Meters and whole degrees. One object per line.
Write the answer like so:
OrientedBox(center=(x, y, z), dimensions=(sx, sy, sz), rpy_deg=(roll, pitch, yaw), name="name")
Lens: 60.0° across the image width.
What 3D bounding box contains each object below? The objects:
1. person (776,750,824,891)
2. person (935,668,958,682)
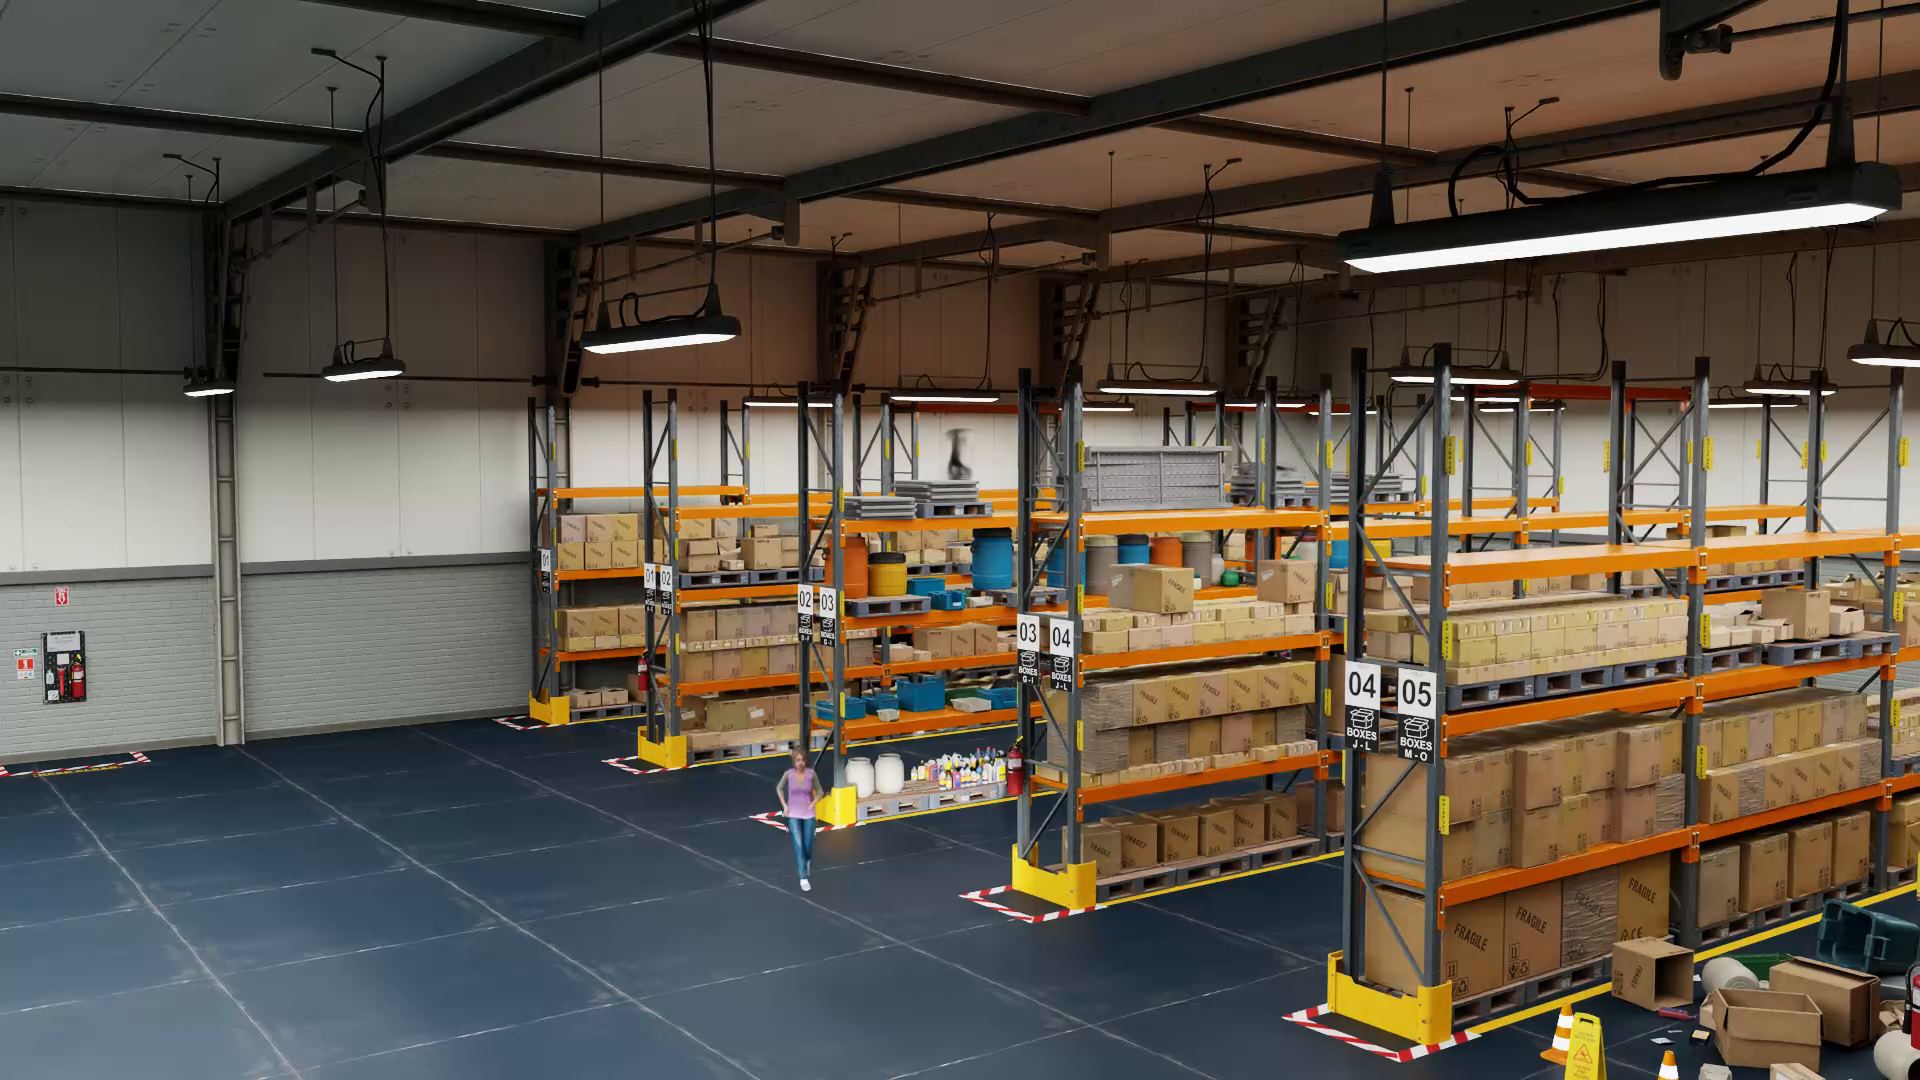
OrientedBox(center=(-1.863, 3.221, 19.382), dimensions=(0.547, 1.584, 0.780), rpy_deg=(0, 3, -7), name="person")
OrientedBox(center=(-0.220, 2.501, 31.814), dimensions=(1.029, 1.609, 0.714), rpy_deg=(-2, 4, -27), name="person")
